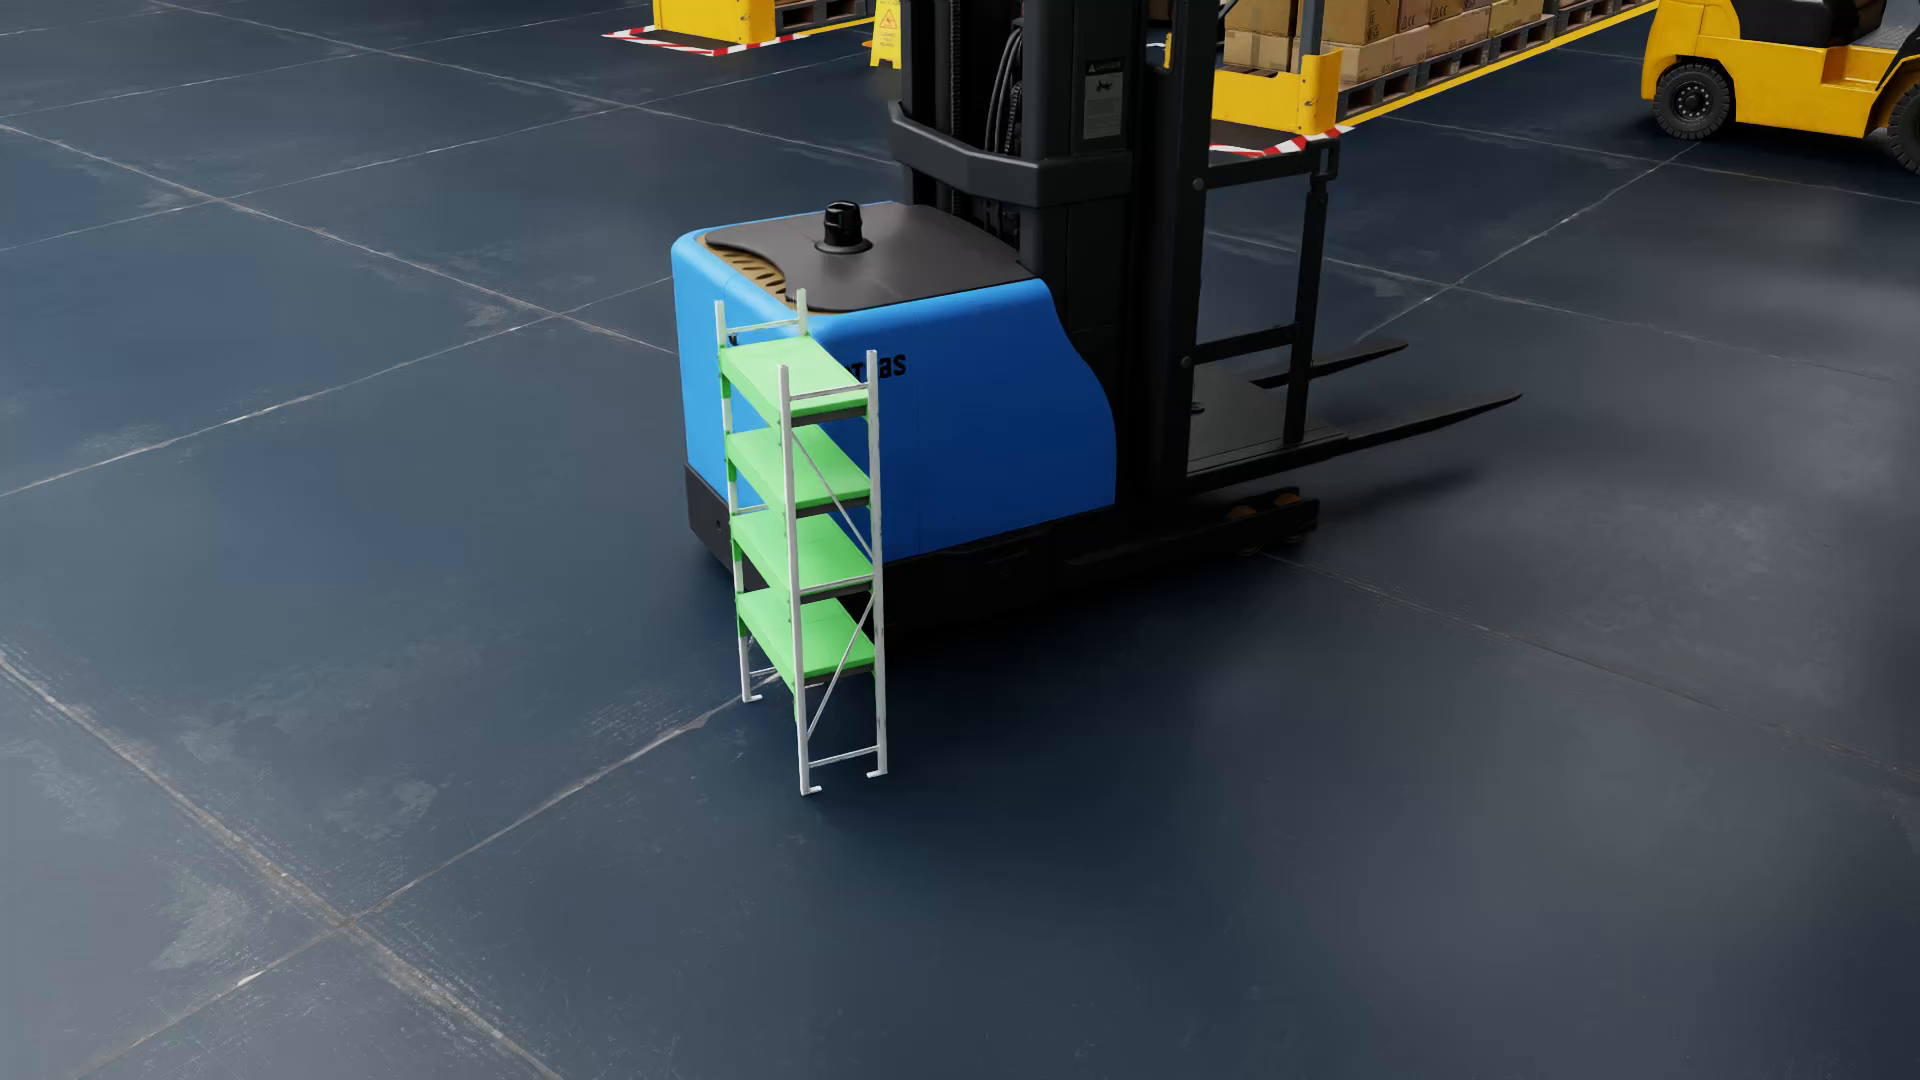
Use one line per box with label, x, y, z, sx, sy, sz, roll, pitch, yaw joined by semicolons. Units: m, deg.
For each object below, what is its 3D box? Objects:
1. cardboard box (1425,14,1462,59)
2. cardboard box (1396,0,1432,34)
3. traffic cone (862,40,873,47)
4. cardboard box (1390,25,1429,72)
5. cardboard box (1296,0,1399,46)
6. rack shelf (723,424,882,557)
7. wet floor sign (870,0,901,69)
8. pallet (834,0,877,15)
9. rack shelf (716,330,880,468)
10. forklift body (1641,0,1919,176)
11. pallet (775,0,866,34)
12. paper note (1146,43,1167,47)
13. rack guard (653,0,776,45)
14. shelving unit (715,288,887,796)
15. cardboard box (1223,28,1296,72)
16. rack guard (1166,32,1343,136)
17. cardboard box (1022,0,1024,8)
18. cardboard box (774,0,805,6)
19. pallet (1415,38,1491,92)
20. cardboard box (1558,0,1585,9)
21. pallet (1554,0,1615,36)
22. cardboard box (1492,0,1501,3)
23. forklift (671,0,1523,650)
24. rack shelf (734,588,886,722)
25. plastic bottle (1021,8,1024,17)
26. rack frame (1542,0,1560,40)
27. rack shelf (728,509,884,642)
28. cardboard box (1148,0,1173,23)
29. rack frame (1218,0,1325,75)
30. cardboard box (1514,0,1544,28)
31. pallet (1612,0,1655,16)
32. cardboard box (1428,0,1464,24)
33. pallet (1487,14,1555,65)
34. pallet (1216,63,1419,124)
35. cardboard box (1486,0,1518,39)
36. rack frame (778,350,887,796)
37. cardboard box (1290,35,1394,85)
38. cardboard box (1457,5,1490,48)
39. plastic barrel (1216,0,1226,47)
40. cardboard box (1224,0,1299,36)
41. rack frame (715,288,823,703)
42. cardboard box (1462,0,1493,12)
cardboard box;3.262;-3.667;12.016;0.500;0.250;0.500;24;35;38
cardboard box;2.938;-3.820;11.495;0.500;0.500;0.500;19;33;33
traffic cone;-0.582;-4.178;13.229;0.336;0.463;0.334;21;34;34
cardboard box;2.925;-3.470;11.635;0.500;0.250;0.500;22;35;36
cardboard box;2.609;-3.633;11.134;0.500;0.500;0.500;19;33;33
rack shelf;-0.408;-0.147;4.251;0.258;0.148;0.480;-12;30;-22
wet floor sign;-0.507;-3.897;12.487;0.267;0.644;0.232;15;31;26
pallet;-0.791;-5.030;15.150;1.003;0.211;1.213;21;34;34
rack shelf;-0.408;-0.360;4.141;0.258;0.148;0.480;-12;30;-22
forklift body;5.499;-3.500;10.081;2.313;2.155;1.214;21;34;34
pallet;-1.568;-4.600;14.318;1.003;0.211;1.213;21;34;34
paper note;1.589;-3.971;13.312;0.142;0.019;0.148;-15;31;-27
rack guard;-2.031;-4.413;13.643;1.175;0.500;0.348;21;34;34
shelving unit;-0.408;0.010;4.332;0.258;1.200;0.503;-12;30;-22
cardboard box;2.190;-3.460;11.615;0.500;0.250;0.500;21;34;34
rack guard;1.916;-3.038;10.984;1.175;0.500;0.348;21;34;34
cardboard box;0.333;-4.991;14.756;0.500;0.500;0.500;-21;34;-35
cardboard box;-1.636;-5.034;13.979;0.875;0.875;0.875;21;34;35
pallet;3.237;-3.618;12.420;1.003;0.211;1.213;21;34;34
cardboard box;4.744;-4.745;13.967;0.950;0.372;0.625;21;34;35
pallet;4.906;-4.577;14.274;1.003;0.211;1.213;21;34;34
cardboard box;3.921;-4.368;12.555;0.500;0.500;0.500;21;34;35
forklift;0.628;-1.444;5.257;3.031;2.935;1.130;-14;31;-26
rack shelf;-0.408;0.279;4.472;0.258;0.148;0.480;-12;30;-22
plastic bottle;0.481;-4.591;14.463;0.283;0.061;0.133;9;29;17
rack frame;4.412;-5.539;13.099;1.000;3.000;0.127;21;34;34
rack shelf;-0.408;0.066;4.361;0.258;0.148;0.480;-12;30;-22
cardboard box;1.620;-4.769;14.180;0.797;0.637;0.503;21;34;34
rack frame;1.868;-4.121;10.358;1.000;3.000;0.127;21;34;34
cardboard box;4.244;-4.216;13.077;0.500;0.250;0.500;23;35;37
pallet;5.682;-5.012;15.114;1.003;0.211;1.213;21;34;34
cardboard box;3.264;-3.995;11.834;0.500;0.500;0.500;22;34;35
pallet;4.012;-4.052;13.259;1.003;0.211;1.213;21;34;34
pallet;2.460;-3.187;11.587;1.003;0.211;1.213;21;34;34
cardboard box;3.913;-4.025;12.707;0.500;0.250;0.500;20;33;33
rack frame;-0.306;0.111;4.135;0.240;1.200;0.015;-12;30;-22
cardboard box;2.594;-3.291;11.289;0.500;0.250;0.500;20;34;34
cardboard box;3.586;-3.846;12.361;0.500;0.250;0.500;21;34;35
plastic barrel;2.014;-4.151;13.220;0.421;0.421;0.512;-5;28;-9
cardboard box;2.176;-3.780;11.417;0.500;0.500;0.500;21;34;35
rack frame;-0.510;-0.092;4.529;0.240;1.200;0.015;-12;30;-22
cardboard box;3.597;-4.187;12.205;0.500;0.500;0.500;23;35;37
